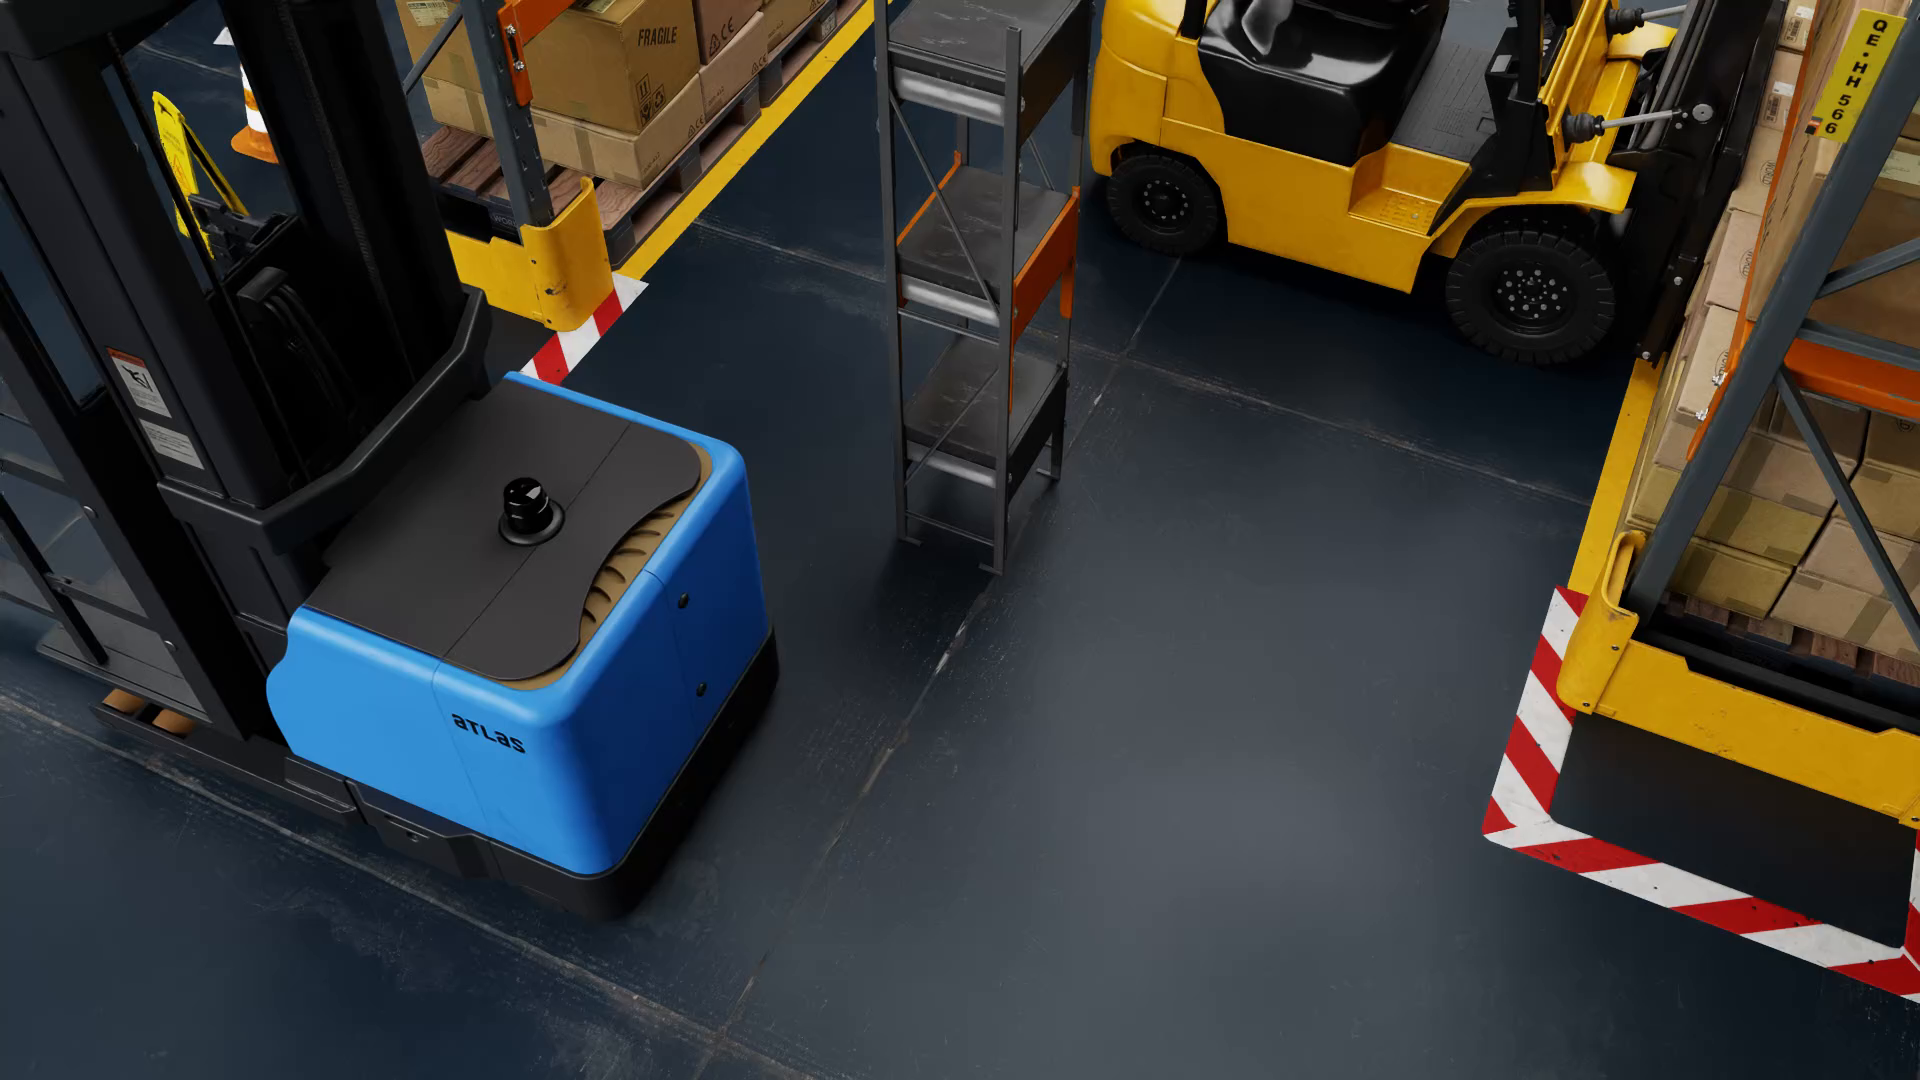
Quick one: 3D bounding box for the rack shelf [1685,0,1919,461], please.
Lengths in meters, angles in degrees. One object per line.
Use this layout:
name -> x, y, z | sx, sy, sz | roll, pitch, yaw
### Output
rack shelf -> 3.358, -1.547, 5.570 | 1.077, 0.370, 4.000 | 20, 52, 16

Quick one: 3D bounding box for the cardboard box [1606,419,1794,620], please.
cardboard box -> 2.419, -0.075, 5.374 | 0.500, 0.250, 0.500 | 20, 53, 16

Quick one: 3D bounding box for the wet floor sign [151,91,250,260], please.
wet floor sign -> -3.034, -1.470, 6.577 | 0.232, 0.644, 0.267 | -37, 59, -27

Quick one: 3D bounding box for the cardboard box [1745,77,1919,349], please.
cardboard box -> 2.477, -0.860, 4.447 | 0.500, 0.500, 0.500 | 19, 52, 15

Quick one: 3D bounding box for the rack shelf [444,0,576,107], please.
rack shelf -> -1.131, -3.160, 6.942 | 1.077, 0.370, 4.000 | 20, 52, 16

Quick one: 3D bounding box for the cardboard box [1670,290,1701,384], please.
cardboard box -> 2.653, -0.589, 5.483 | 0.500, 0.250, 0.500 | 19, 52, 16

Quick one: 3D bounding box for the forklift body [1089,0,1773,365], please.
forklift body -> 1.664, -2.028, 6.063 | 2.313, 2.155, 1.214 | 20, 52, 16

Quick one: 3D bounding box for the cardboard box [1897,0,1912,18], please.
cardboard box -> 2.544, -1.238, 4.147 | 0.380, 0.149, 0.250 | 20, 52, 16

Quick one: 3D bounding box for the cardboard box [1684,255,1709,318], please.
cardboard box -> 2.855, -0.952, 5.792 | 0.500, 0.250, 0.500 | 19, 52, 15

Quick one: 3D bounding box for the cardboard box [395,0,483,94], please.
cardboard box -> -1.879, -2.140, 6.639 | 0.500, 0.500, 0.500 | 20, 53, 16

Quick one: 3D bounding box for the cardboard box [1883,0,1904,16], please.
cardboard box -> 2.631, -1.427, 4.307 | 0.380, 0.149, 0.250 | 21, 53, 17

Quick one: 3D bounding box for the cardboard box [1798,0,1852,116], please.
cardboard box -> 2.925, -1.567, 5.048 | 0.500, 0.500, 0.500 | 19, 52, 15

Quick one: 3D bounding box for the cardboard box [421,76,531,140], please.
cardboard box -> -1.873, -1.922, 6.945 | 0.500, 0.250, 0.500 | 20, 52, 16

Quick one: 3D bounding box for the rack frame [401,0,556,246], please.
rack frame -> -1.986, -2.016, 5.496 | 1.000, 3.000, 0.127 | 20, 52, 16

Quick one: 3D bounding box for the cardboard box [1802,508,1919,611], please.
cardboard box -> 2.893, -0.067, 5.039 | 0.500, 0.250, 0.500 | 21, 53, 17

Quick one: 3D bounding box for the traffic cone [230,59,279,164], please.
traffic cone -> -2.968, -1.910, 7.071 | 0.336, 0.463, 0.334 | 20, 52, 16

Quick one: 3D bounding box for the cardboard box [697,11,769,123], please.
cardboard box -> -1.166, -2.075, 7.076 | 0.500, 0.250, 0.500 | 22, 53, 17

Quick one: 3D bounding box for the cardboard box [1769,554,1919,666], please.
cardboard box -> 2.890, 0.077, 5.245 | 0.500, 0.250, 0.500 | 20, 52, 16

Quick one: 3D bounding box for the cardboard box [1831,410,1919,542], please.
cardboard box -> 2.880, -0.242, 4.859 | 0.500, 0.250, 0.500 | 19, 52, 16

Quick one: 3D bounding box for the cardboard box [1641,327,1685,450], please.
cardboard box -> 2.640, -0.414, 5.663 | 0.500, 0.250, 0.500 | 20, 52, 16

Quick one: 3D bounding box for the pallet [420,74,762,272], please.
pallet -> -1.574, -1.712, 7.069 | 1.003, 0.211, 1.213 | 20, 52, 16

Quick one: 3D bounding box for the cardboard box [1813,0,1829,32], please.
cardboard box -> 3.130, -1.917, 5.346 | 0.500, 0.500, 0.500 | 20, 53, 16

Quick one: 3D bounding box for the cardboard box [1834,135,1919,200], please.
cardboard box -> 2.399, -0.976, 4.119 | 0.380, 0.149, 0.250 | 21, 53, 17

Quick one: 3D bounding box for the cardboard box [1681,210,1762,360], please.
cardboard box -> 2.631, -0.745, 5.287 | 0.500, 0.250, 0.500 | 21, 53, 17

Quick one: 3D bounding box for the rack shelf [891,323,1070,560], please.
rack shelf -> 0.071, -0.332, 5.591 | 0.431, 0.518, 0.480 | 20, 52, 16

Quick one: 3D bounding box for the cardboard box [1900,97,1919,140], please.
cardboard box -> 2.466, -1.058, 3.994 | 0.380, 0.149, 0.250 | 20, 52, 16

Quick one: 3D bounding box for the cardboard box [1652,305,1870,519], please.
cardboard box -> 2.419, -0.391, 4.986 | 0.500, 0.250, 0.500 | 21, 53, 17

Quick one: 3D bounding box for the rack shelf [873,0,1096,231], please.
rack shelf -> 0.071, -1.239, 4.525 | 0.431, 0.518, 0.480 | 20, 52, 16

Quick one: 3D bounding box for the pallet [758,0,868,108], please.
pallet -> -1.052, -2.550, 7.781 | 1.003, 0.211, 1.213 | 20, 52, 16

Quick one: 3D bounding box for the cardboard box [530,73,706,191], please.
cardboard box -> -1.391, -1.726, 6.779 | 0.500, 0.250, 0.500 | 19, 52, 16

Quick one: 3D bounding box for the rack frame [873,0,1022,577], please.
rack frame -> -0.034, -0.626, 4.904 | 0.400, 2.100, 0.015 | 20, 52, 16

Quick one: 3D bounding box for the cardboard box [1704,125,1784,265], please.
cardboard box -> 2.838, -1.095, 5.586 | 0.500, 0.250, 0.500 | 20, 53, 17

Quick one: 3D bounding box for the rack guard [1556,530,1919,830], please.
rack guard -> 2.494, 0.423, 5.062 | 1.175, 0.500, 0.348 | 20, 52, 16

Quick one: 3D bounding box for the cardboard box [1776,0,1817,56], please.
cardboard box -> 3.293, -1.801, 6.186 | 0.500, 0.250, 0.500 | 21, 53, 17

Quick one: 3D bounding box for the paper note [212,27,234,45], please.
paper note -> -3.382, -2.352, 7.731 | 0.148, 0.019, 0.142 | 4, 50, 3

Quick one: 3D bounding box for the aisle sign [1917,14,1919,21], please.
aisle sign -> 2.210, -1.296, 3.176 | 0.394, 0.787, 0.004 | 20, 52, 16

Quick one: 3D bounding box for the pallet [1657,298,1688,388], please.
pallet -> 3.315, -0.877, 6.358 | 1.003, 0.211, 1.213 | 20, 52, 16

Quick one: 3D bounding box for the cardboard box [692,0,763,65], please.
cardboard box -> -1.162, -2.347, 6.815 | 0.500, 0.500, 0.500 | 18, 52, 15

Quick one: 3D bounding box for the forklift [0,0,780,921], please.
forklift -> -2.138, -0.625, 4.357 | 3.031, 2.935, 1.130 | 19, 52, 15

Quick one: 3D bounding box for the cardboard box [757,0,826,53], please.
cardboard box -> -0.944, -2.455, 7.399 | 0.500, 0.250, 0.500 | 23, 53, 18

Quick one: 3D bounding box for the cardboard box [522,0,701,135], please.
cardboard box -> -1.381, -1.986, 6.508 | 0.500, 0.500, 0.500 | 18, 52, 15

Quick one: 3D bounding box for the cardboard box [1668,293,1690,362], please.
cardboard box -> 2.862, -0.756, 5.953 | 0.500, 0.250, 0.500 | 20, 53, 16

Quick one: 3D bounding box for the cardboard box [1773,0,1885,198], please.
cardboard box -> 2.707, -1.214, 4.748 | 0.500, 0.500, 0.500 | 21, 53, 17

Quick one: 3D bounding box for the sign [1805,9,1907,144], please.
sign -> 2.019, -1.042, 3.751 | 0.100, 0.325, 0.005 | 20, 52, 16

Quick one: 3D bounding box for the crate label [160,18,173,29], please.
crate label -> -3.837, -2.493, 7.781 | 0.250, 0.136, 0.298 | -4, 50, -3

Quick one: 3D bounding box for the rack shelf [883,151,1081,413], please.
rack shelf -> 0.071, -0.786, 5.058 | 0.431, 0.518, 0.480 | 20, 52, 16

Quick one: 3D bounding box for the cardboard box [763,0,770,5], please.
cardboard box -> -0.940, -2.690, 7.107 | 0.500, 0.500, 0.500 | 21, 53, 17

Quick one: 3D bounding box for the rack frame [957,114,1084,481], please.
rack frame -> 0.175, -0.962, 5.190 | 0.400, 2.100, 0.015 | 20, 52, 16

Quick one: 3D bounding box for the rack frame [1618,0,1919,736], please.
rack frame -> 2.504, -0.403, 4.124 | 1.000, 3.000, 0.127 | 20, 52, 16

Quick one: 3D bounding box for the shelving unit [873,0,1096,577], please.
shelving unit -> 0.071, -0.794, 5.047 | 0.431, 2.100, 0.503 | 20, 52, 16

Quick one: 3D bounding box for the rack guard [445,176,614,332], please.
rack guard -> -1.953, -1.258, 6.492 | 1.175, 0.500, 0.348 | 20, 52, 16

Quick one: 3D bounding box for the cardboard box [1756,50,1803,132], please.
cardboard box -> 3.061, -1.442, 5.880 | 0.500, 0.250, 0.500 | 19, 52, 15

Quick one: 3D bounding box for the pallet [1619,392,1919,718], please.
pallet -> 2.793, -0.040, 5.645 | 1.003, 0.211, 1.213 | 20, 52, 16

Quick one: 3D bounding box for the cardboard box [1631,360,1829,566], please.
cardboard box -> 2.429, -0.247, 5.192 | 0.500, 0.250, 0.500 | 19, 52, 16
